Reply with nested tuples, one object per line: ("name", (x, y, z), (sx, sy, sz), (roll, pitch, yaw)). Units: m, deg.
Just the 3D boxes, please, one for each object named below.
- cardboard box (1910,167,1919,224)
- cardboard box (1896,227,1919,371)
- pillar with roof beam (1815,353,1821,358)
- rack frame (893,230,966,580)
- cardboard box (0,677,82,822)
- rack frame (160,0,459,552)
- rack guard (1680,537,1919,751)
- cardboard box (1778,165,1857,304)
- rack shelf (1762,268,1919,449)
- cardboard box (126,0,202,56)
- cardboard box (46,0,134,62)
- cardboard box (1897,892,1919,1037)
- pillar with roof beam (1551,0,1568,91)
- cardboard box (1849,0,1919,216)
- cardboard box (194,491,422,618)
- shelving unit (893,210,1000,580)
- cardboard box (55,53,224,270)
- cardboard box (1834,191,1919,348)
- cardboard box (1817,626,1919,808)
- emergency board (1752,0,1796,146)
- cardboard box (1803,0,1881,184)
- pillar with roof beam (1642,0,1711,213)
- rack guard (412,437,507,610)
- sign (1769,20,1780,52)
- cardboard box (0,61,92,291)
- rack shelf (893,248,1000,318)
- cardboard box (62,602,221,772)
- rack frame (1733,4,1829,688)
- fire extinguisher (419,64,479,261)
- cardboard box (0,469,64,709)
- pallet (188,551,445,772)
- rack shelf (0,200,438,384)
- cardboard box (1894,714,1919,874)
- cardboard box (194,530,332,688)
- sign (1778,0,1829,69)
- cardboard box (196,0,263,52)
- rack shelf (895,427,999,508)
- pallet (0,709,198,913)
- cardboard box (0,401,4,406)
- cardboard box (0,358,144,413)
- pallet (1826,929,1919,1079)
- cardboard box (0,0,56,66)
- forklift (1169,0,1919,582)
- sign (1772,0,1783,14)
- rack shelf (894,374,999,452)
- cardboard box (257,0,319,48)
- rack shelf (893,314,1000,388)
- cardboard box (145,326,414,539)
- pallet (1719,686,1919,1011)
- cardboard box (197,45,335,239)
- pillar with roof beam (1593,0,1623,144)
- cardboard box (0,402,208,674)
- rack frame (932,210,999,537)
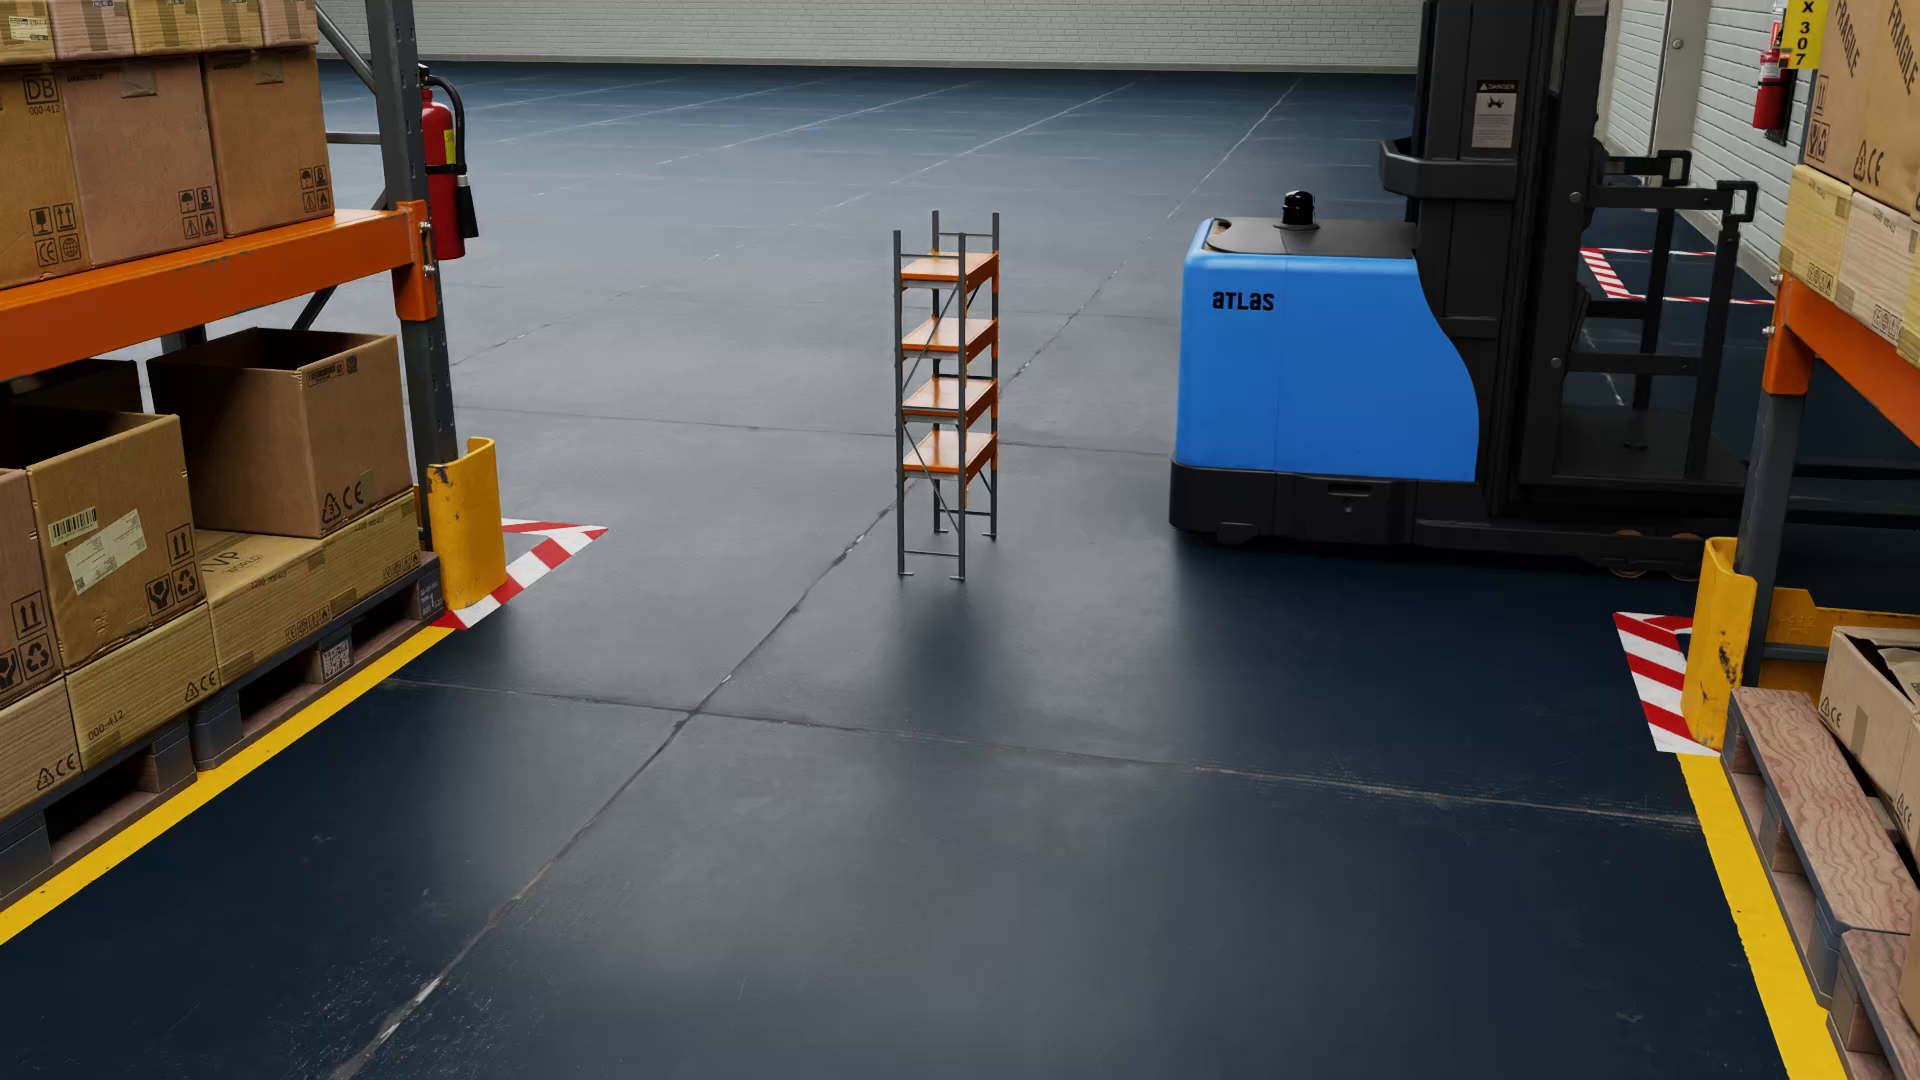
("cardboard box", (1.962, -0.736, 2.742), (0.500, 0.500, 0.500), (4, 19, 12))
("cardboard box", (1.962, -0.372, 2.836), (0.500, 0.250, 0.500), (4, 19, 13))
("pillar with roof beam", (0.592, -5.656, 8.824), (9.100, 9.000, 0.400), (5, 19, 13))
("rack frame", (-0.100, -0.439, 5.618), (0.240, 1.200, 0.015), (5, 19, 13))
("cardboard box", (-2.371, 0.491, 3.714), (0.500, 0.250, 0.500), (5, 19, 13))
("rack frame", (-2.172, -1.274, 5.277), (1.000, 3.000, 0.127), (5, 19, 13))
("rack guard", (2.614, 0.323, 4.469), (1.175, 0.500, 0.348), (5, 19, 13))
("cardboard box", (2.206, -0.695, 3.782), (0.500, 0.250, 0.500), (4, 19, 12))
("rack shelf", (2.144, 0.083, 2.416), (1.077, 0.370, 4.000), (5, 19, 13))
("cardboard box", (-2.205, -1.331, 4.286), (0.380, 0.149, 0.250), (4, 19, 13))
("cardboard box", (-2.269, -1.253, 4.056), (0.380, 0.149, 0.250), (5, 19, 14))
("cardboard box", (2.009, 0.705, 2.669), (0.700, 0.500, 0.500), (3, 19, 10))
("pillar with roof beam", (4.990, -11.298, 25.342), (9.100, 9.000, 0.400), (5, 19, 13))
("cardboard box", (2.094, -0.897, 3.215), (0.500, 0.500, 0.500), (5, 19, 14))
("cardboard box", (-2.016, 0.020, 5.093), (0.500, 0.250, 0.500), (5, 19, 13))
("shelving unit", (-0.040, -0.516, 5.842), (0.258, 1.200, 0.503), (5, 19, 13))
("cardboard box", (-2.422, -1.011, 4.352), (0.700, 0.500, 0.500), (5, 20, 15))
("cardboard box", (2.092, -0.531, 3.302), (0.500, 0.250, 0.500), (4, 19, 12))
("cardboard box", (2.376, 0.390, 3.884), (0.500, 0.311, 0.500), (2, 19, 7))
("emergency board", (5.407, -3.248, 11.057), (0.194, 1.169, 0.643), (5, 19, 13))
("cardboard box", (2.225, -1.051, 3.666), (0.500, 0.500, 0.500), (5, 19, 13))
("pillar with roof beam", (2.058, -7.536, 14.330), (9.100, 9.000, 0.400), (5, 19, 13))
("rack guard", (-2.166, -0.099, 5.703), (1.175, 0.500, 0.348), (5, 19, 13))
("sign", (5.642, -3.430, 11.535), (0.001, 0.329, 0.234), (5, 19, 13))
("cardboard box", (-2.549, -0.856, 3.898), (0.700, 0.500, 0.500), (5, 19, 14))
("rack shelf", (-0.040, -0.888, 5.715), (0.258, 0.148, 0.480), (5, 19, 13))
("cardboard box", (-2.247, 0.334, 4.172), (0.500, 0.250, 0.500), (5, 19, 13))
("rack frame", (2.633, -0.884, 4.135), (1.000, 3.000, 0.127), (5, 19, 13))
("fire extinguisher", (-1.693, -1.238, 5.291), (0.296, 0.674, 0.183), (5, 19, 13))
("cardboard box", (-2.368, 0.136, 3.592), (0.500, 0.500, 0.500), (5, 19, 13))
("pallet", (-2.318, 0.288, 5.016), (1.003, 0.211, 1.213), (5, 19, 13))
("rack shelf", (-2.661, -0.307, 3.558), (1.077, 0.370, 4.000), (5, 19, 13))
("cardboard box", (2.237, 0.569, 3.361), (0.500, 0.311, 0.500), (6, 20, 18))
("cardboard box", (-2.127, 0.177, 4.632), (0.500, 0.250, 0.500), (5, 19, 13))
("sign", (2.106, -1.336, 4.120), (0.100, 0.325, 0.005), (5, 19, 13))
("cardboard box", (-2.143, -1.411, 4.521), (0.380, 0.149, 0.250), (5, 20, 15))
("rack shelf", (-0.040, -0.264, 5.928), (0.258, 0.148, 0.480), (5, 19, 13))
("pallet", (-2.618, 0.670, 3.900), (1.003, 0.211, 1.213), (5, 19, 13))
("cardboard box", (-2.749, -0.061, 4.171), (0.500, 0.500, 0.500), (5, 19, 13))
("cardboard box", (-2.639, -0.219, 4.632), (0.500, 0.500, 0.500), (5, 19, 13))
("pallet", (2.081, 1.092, 2.663), (1.003, 0.211, 1.213), (5, 19, 13))
("cardboard box", (-2.333, -1.170, 3.815), (0.380, 0.149, 0.250), (5, 20, 15))
("forklift", (2.343, -1.429, 5.836), (3.031, 2.935, 1.130), (4, 19, 11))
("sign", (5.632, -3.681, 11.447), (0.001, 0.109, 0.331), (5, 19, 13))
("rack shelf", (-0.040, -0.452, 5.863), (0.258, 0.148, 0.480), (5, 19, 13))
("cardboard box", (-2.080, -1.494, 4.761), (0.380, 0.149, 0.250), (4, 19, 12))
("rack shelf", (-0.040, -0.664, 5.791), (0.258, 0.148, 0.480), (5, 19, 13))
("cardboard box", (-2.014, -0.335, 4.971), (0.500, 0.500, 0.500), (5, 19, 13))
("pallet", (2.381, 0.711, 3.779), (1.003, 0.211, 1.213), (5, 19, 13))
("cardboard box", (-2.298, -1.176, 4.835), (0.700, 0.500, 0.500), (5, 19, 13))
("pillar with roof beam", (3.524, -9.417, 19.836), (9.100, 9.000, 0.400), (5, 19, 13))
("cardboard box", (-2.244, -0.020, 4.050), (0.500, 0.500, 0.500), (5, 19, 13))
("rack frame", (0.019, -0.592, 6.066), (0.240, 1.200, 0.015), (5, 19, 13))
